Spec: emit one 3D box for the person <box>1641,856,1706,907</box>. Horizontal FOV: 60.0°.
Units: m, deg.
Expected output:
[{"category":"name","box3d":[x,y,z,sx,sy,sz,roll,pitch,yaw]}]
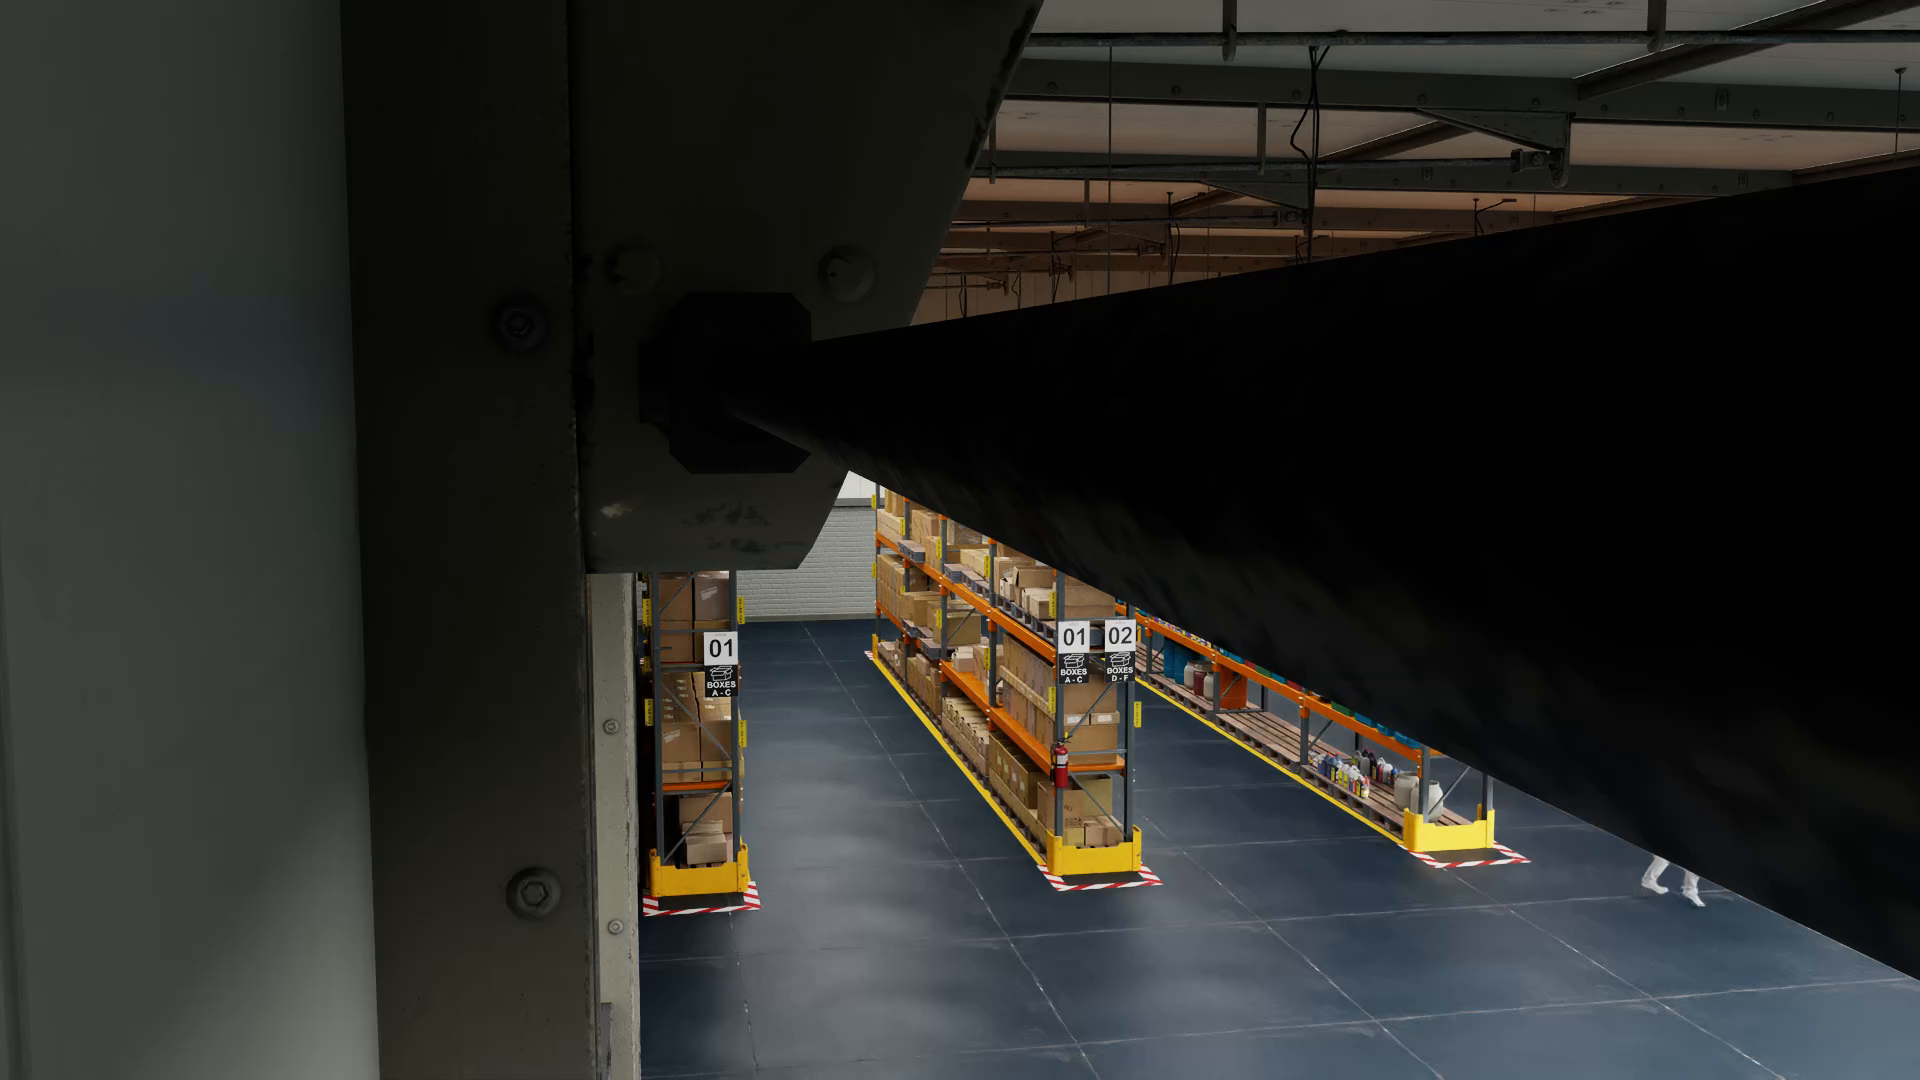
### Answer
[{"category":"person","box3d":[8.521,3.425,19.793,0.707,1.833,0.646,2,6,17]}]
